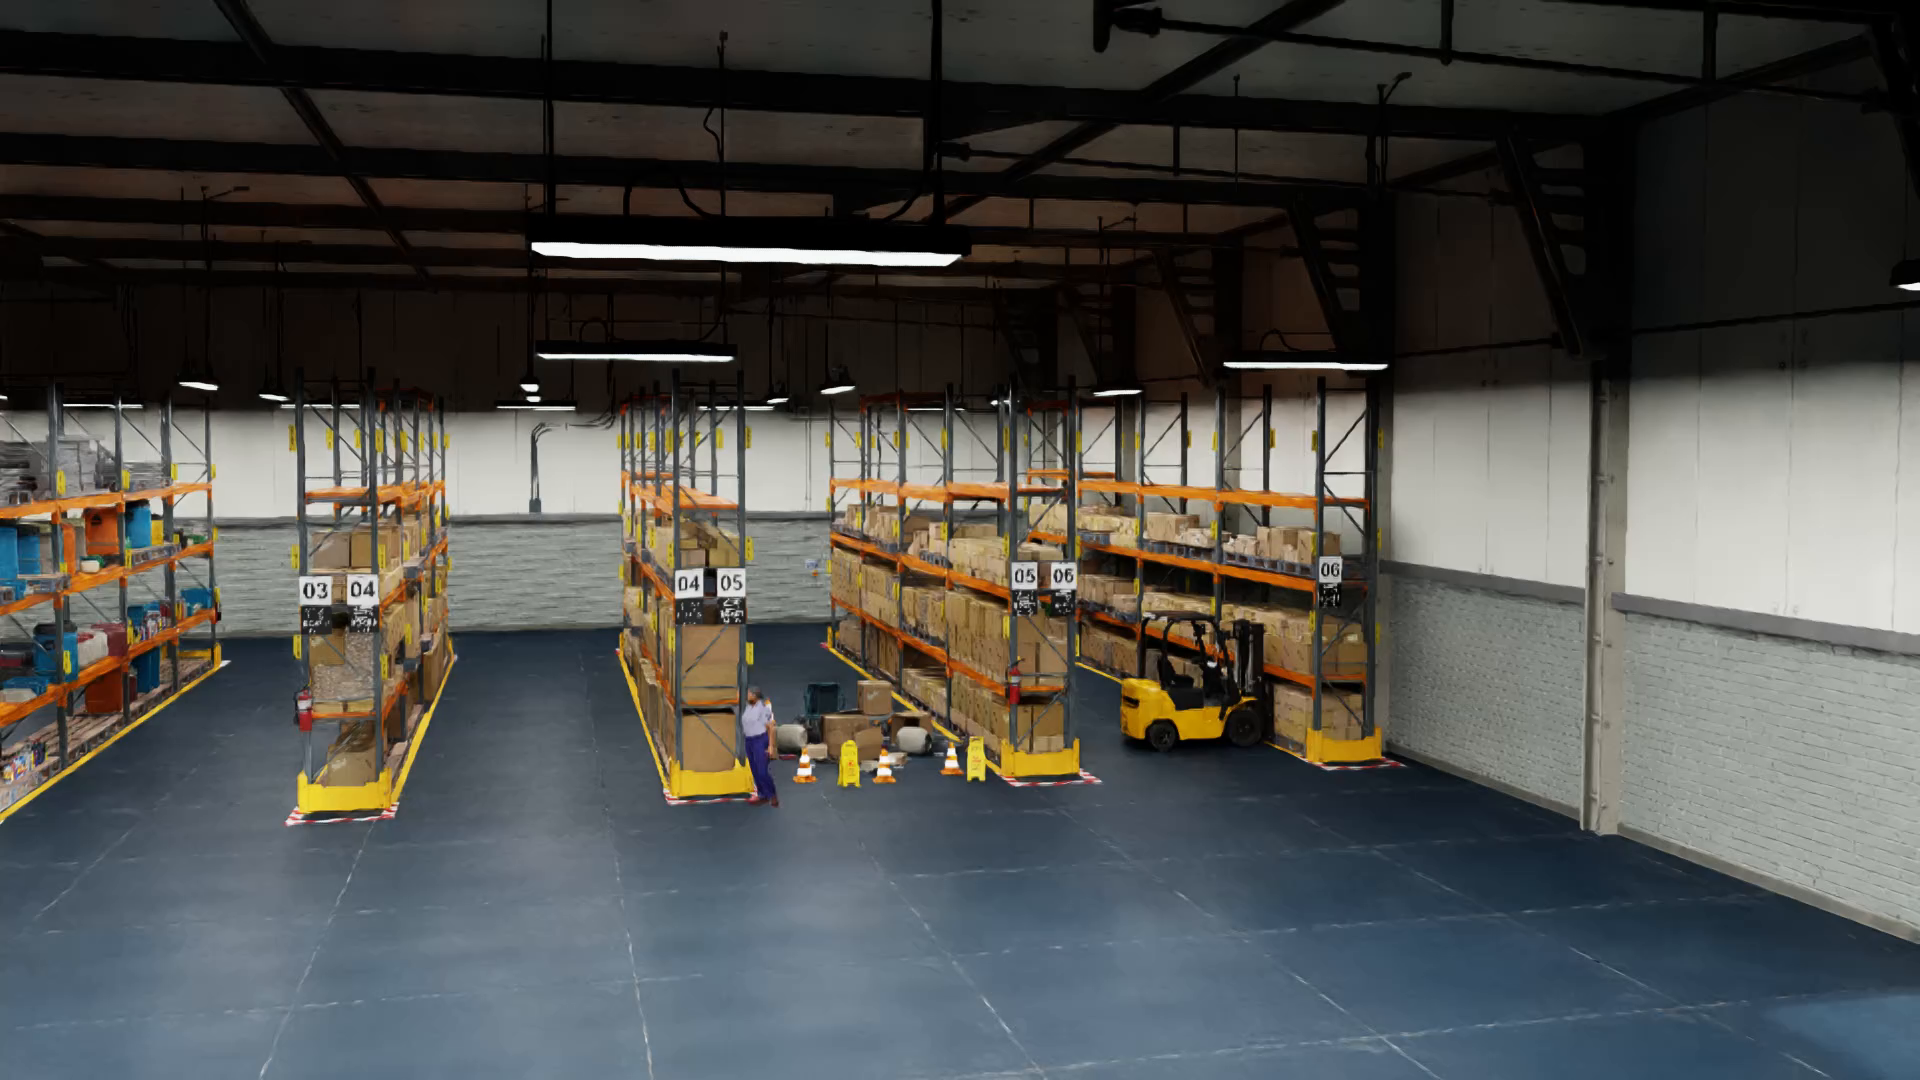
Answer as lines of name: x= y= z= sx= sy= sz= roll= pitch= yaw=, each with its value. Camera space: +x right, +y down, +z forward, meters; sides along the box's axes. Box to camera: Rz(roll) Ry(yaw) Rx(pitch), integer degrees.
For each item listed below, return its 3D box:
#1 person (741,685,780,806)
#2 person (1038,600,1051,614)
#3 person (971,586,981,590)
person: x=-2.732 y=2.814 z=22.799 sx=0.404 sy=1.642 sz=0.608 roll=-3 pitch=5 yaw=-45
person: x=2.276 y=1.546 z=42.833 sx=0.624 sy=1.783 sz=0.388 roll=3 pitch=5 yaw=44
person: x=0.317 y=1.740 z=39.945 sx=0.523 sy=1.730 sz=0.723 roll=-1 pitch=3 yaw=-13
